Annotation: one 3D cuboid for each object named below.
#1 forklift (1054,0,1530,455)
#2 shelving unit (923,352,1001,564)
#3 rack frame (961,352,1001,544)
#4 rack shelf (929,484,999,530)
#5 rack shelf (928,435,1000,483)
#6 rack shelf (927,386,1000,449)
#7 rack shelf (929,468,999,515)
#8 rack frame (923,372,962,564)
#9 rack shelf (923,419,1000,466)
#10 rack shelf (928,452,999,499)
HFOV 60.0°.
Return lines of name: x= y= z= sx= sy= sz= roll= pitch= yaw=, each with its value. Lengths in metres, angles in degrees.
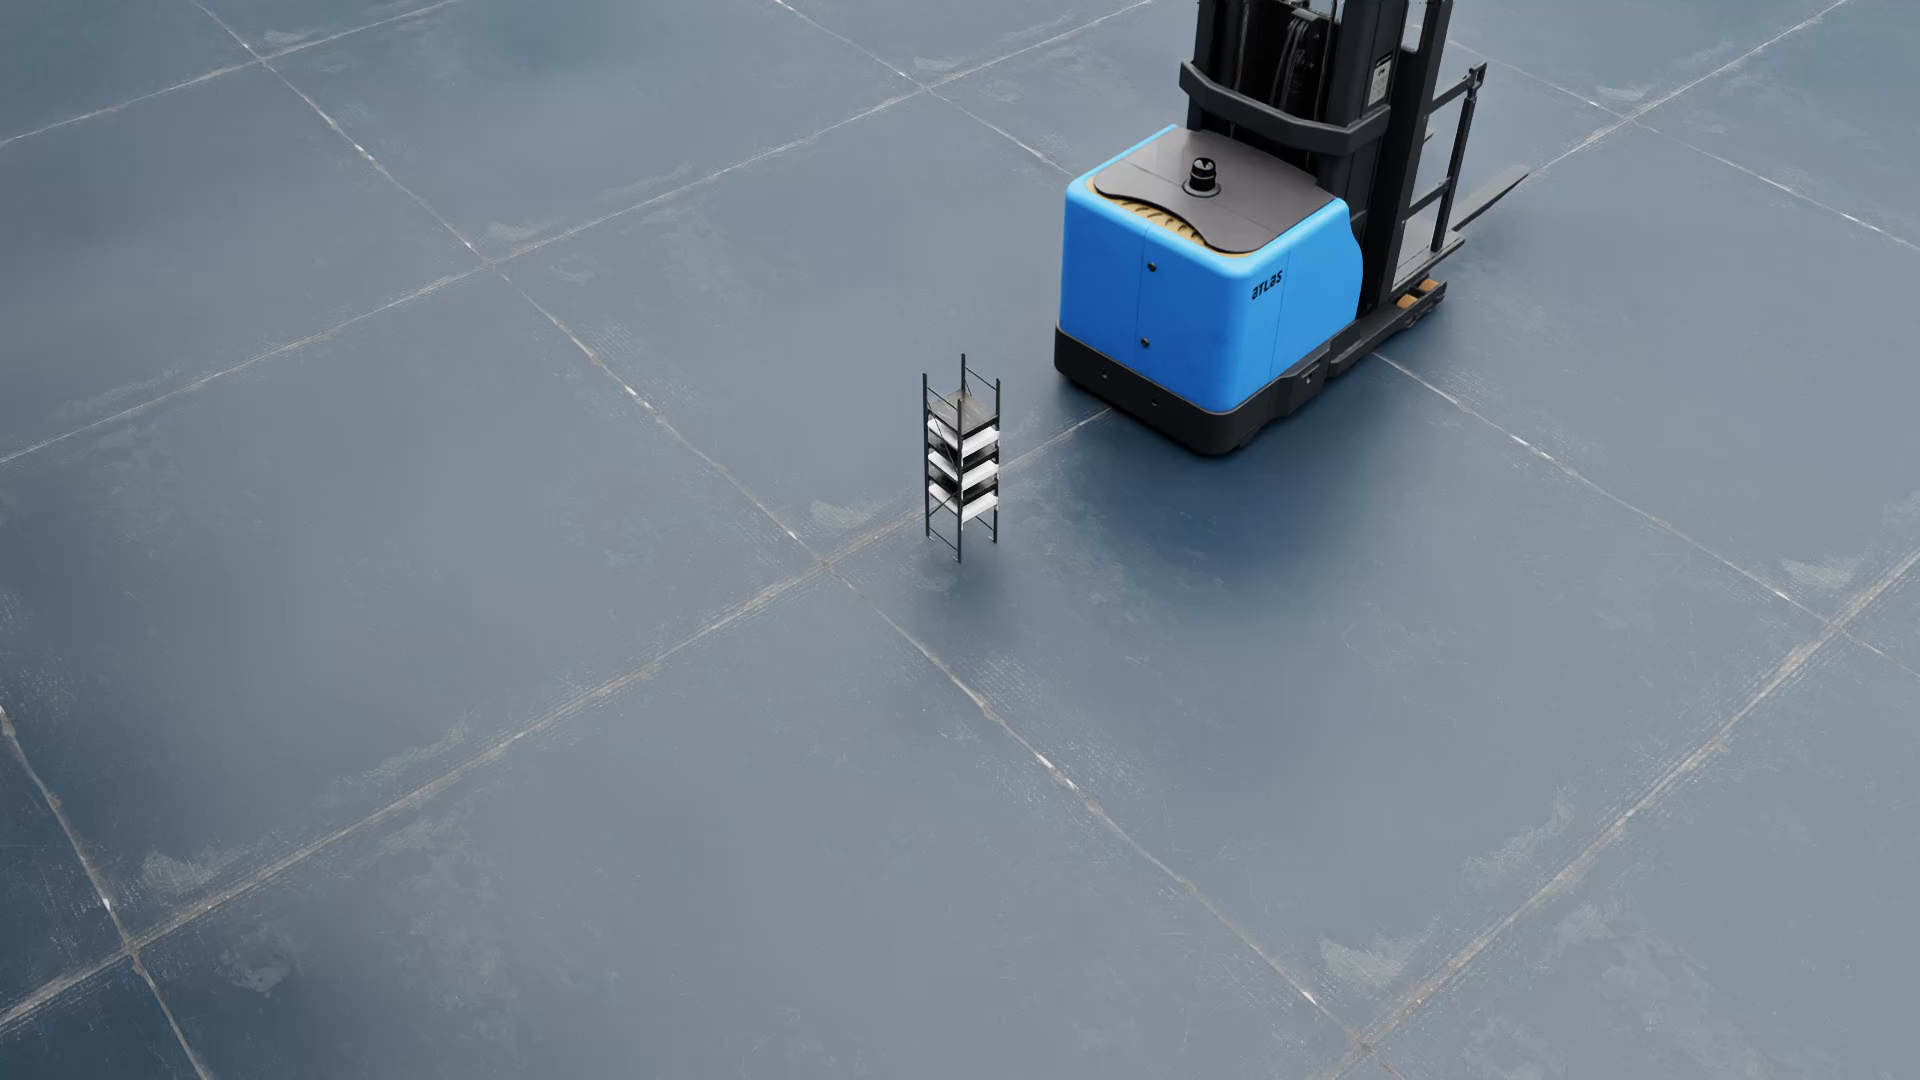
forklift: x=1.846 y=-2.368 z=7.684 sx=1.130 sy=2.935 sz=3.031 roll=34 pitch=53 yaw=31
shelving unit: x=0.006 y=-0.332 z=6.999 sx=0.210 sy=0.900 sz=0.258 roll=-30 pitch=51 yaw=-28
rack frame: x=0.084 y=-0.376 z=7.047 sx=0.006 sy=0.900 sz=0.240 roll=-30 pitch=51 yaw=-28
rack shelf: x=0.006 y=-0.176 z=7.145 sx=0.200 sy=0.077 sz=0.258 roll=-30 pitch=51 yaw=-28
rack shelf: x=0.006 y=-0.373 z=6.961 sx=0.200 sy=0.077 sz=0.258 roll=-30 pitch=51 yaw=-28
rack shelf: x=0.006 y=-0.504 z=6.837 sx=0.200 sy=0.077 sz=0.258 roll=-30 pitch=51 yaw=-28
rack shelf: x=0.006 y=-0.242 z=7.084 sx=0.200 sy=0.077 sz=0.258 roll=-30 pitch=51 yaw=-28
rack frame: x=-0.072 y=-0.287 z=6.952 sx=0.006 sy=0.900 sz=0.240 roll=-30 pitch=51 yaw=-28
rack shelf: x=0.006 y=-0.438 z=6.899 sx=0.200 sy=0.077 sz=0.258 roll=-30 pitch=51 yaw=-28
rack shelf: x=0.006 y=-0.307 z=7.022 sx=0.200 sy=0.077 sz=0.258 roll=-30 pitch=51 yaw=-28
